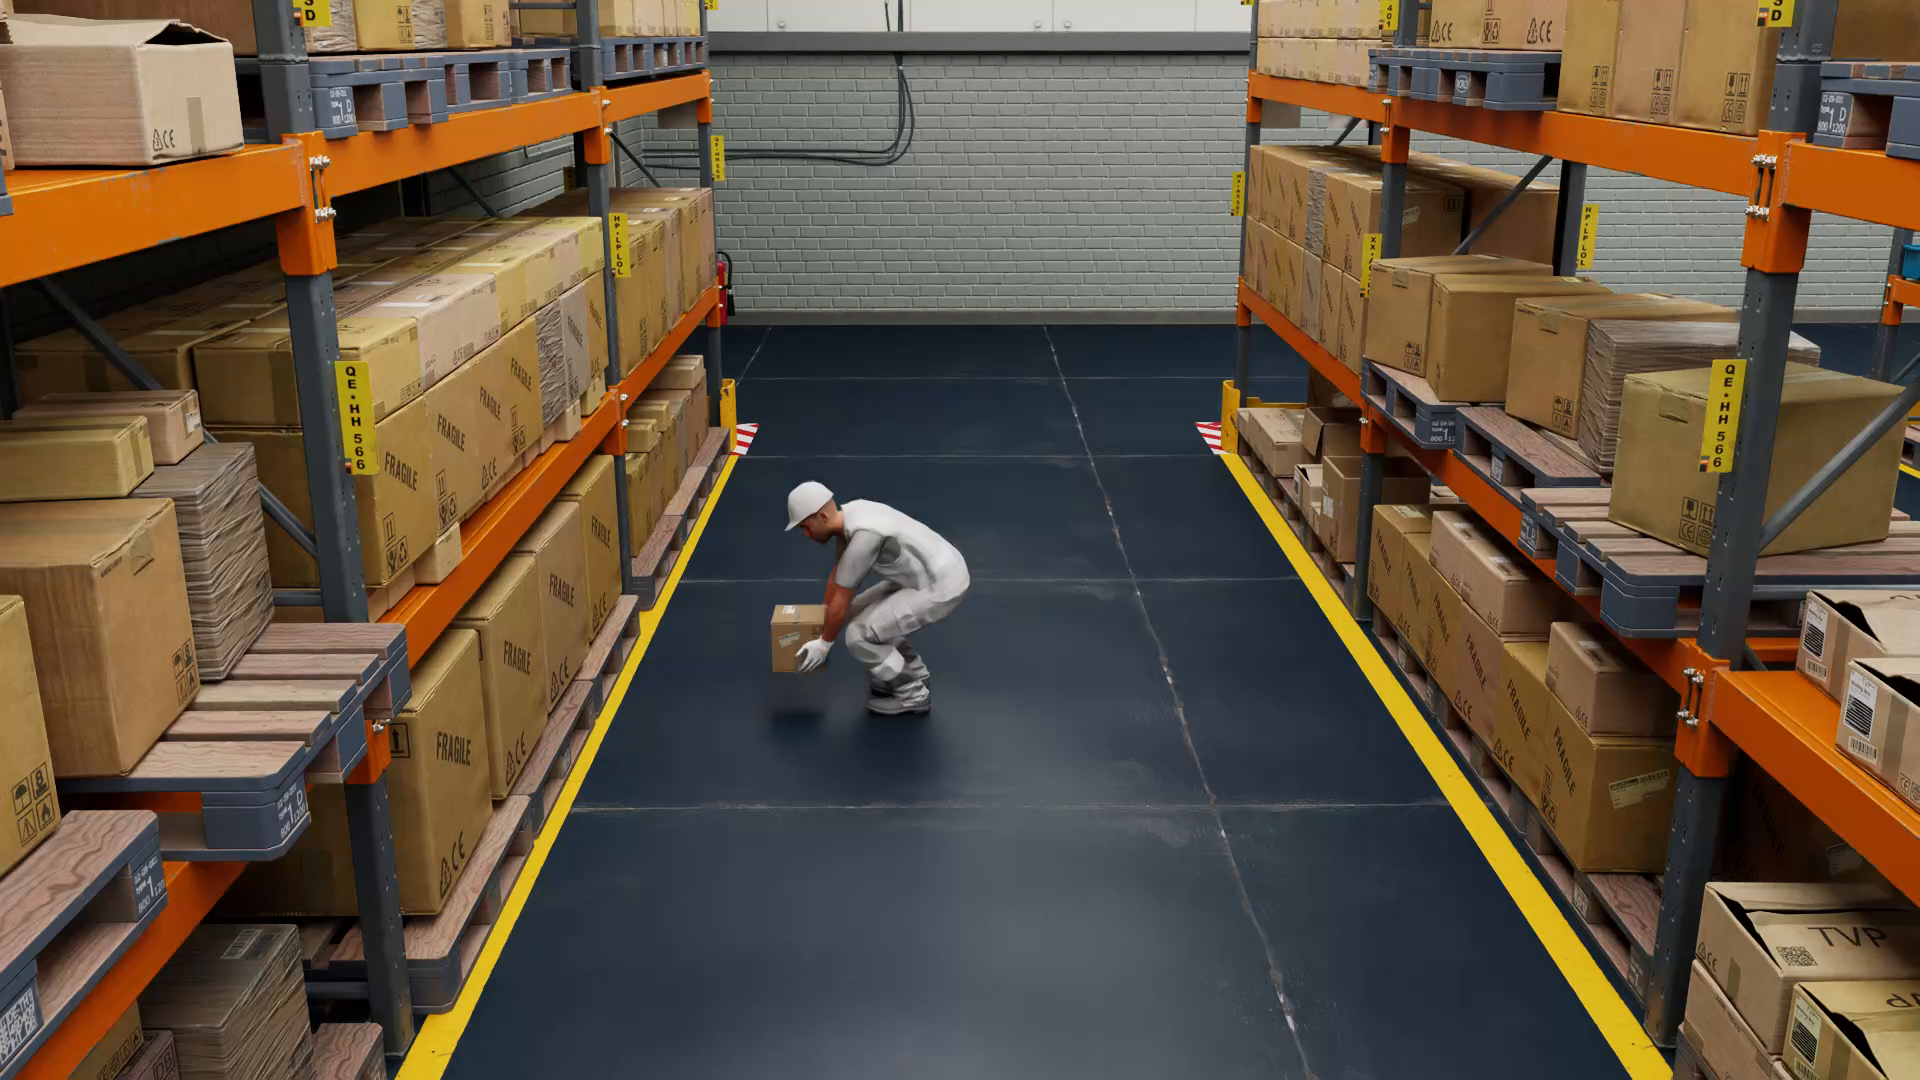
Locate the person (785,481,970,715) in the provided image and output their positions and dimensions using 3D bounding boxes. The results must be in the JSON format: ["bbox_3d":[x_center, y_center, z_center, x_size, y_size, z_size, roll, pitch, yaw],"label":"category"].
[{"bbox_3d":[-0.380,0.259,7.817,0.856,1.114,0.579,0,17,-1],"label":"person"}]
